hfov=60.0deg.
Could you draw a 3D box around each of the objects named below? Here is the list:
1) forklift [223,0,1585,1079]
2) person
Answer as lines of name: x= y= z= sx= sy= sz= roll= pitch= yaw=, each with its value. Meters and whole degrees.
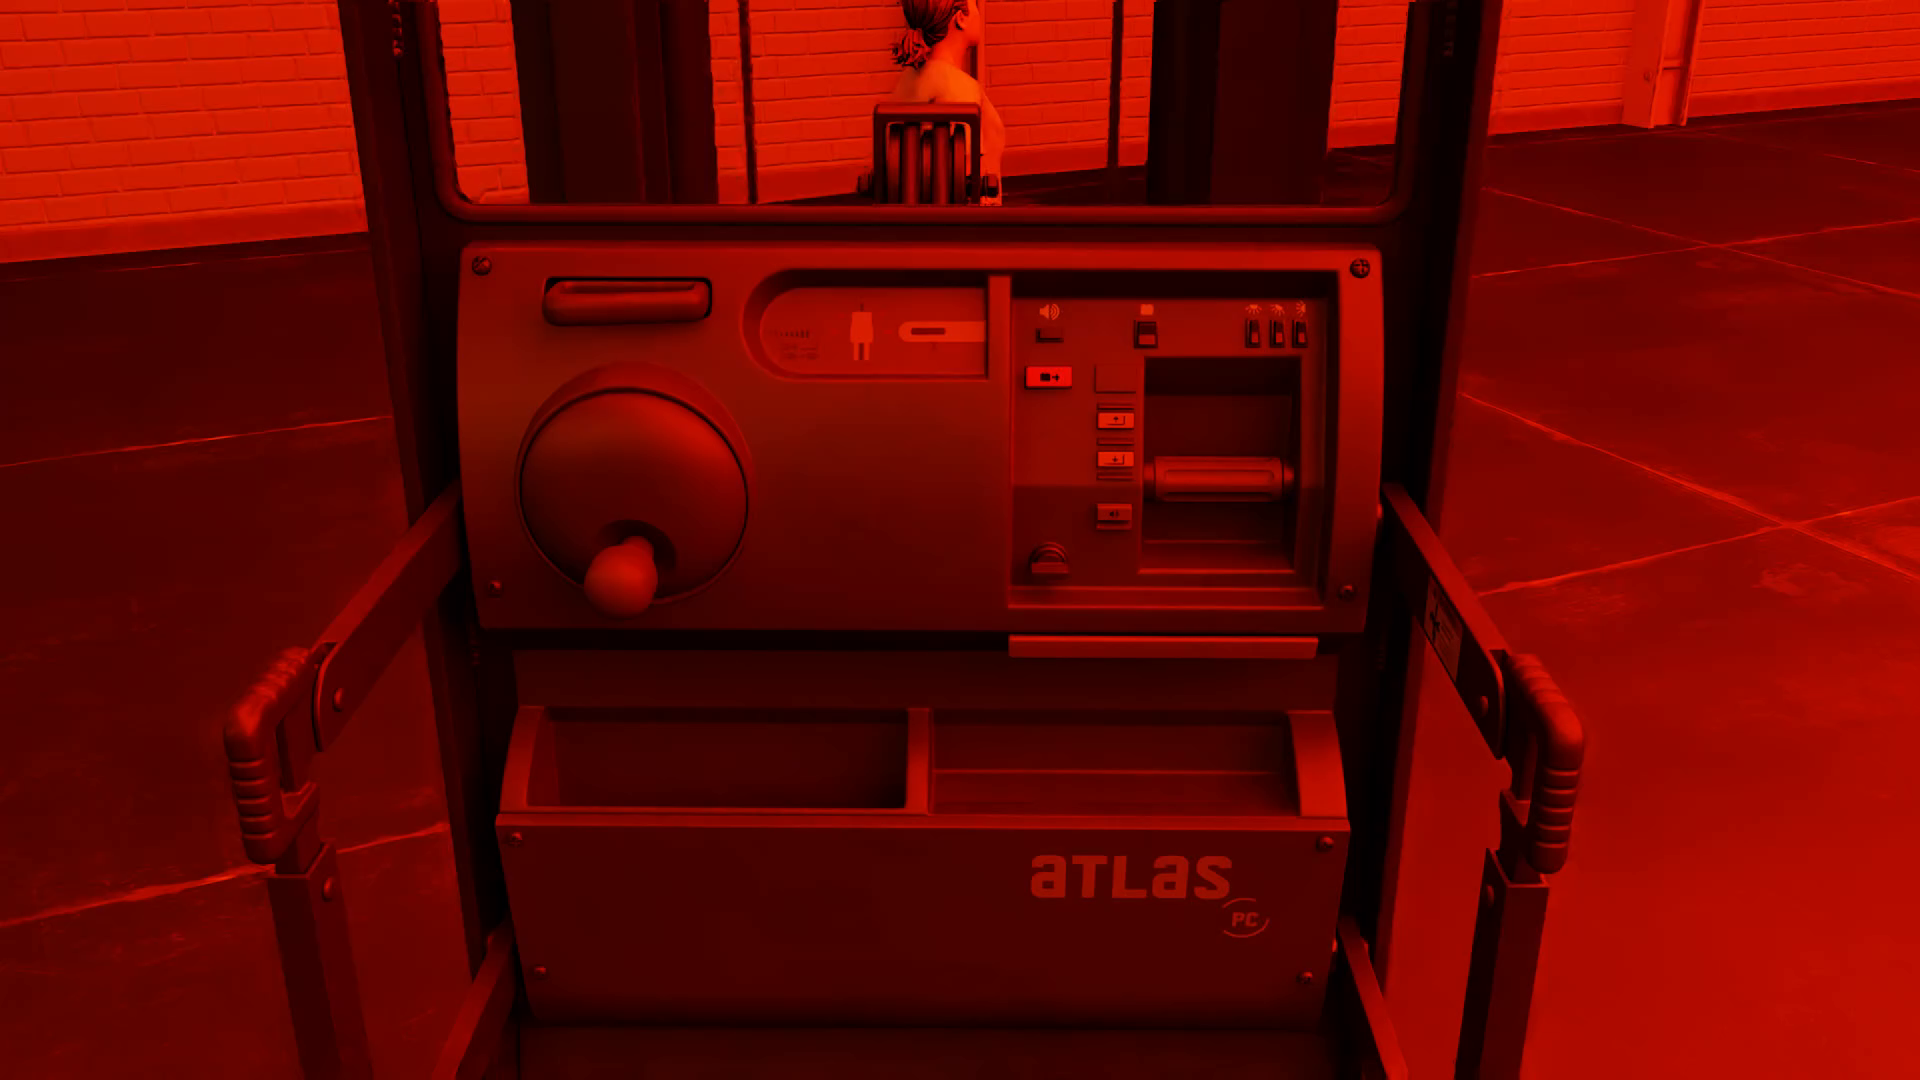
forklift: x=-0.041 y=-0.085 z=1.492 sx=1.130 sy=2.935 sz=3.031 roll=0 pitch=23 yaw=1
person: x=0.073 y=-0.788 z=4.800 sx=0.548 sy=1.673 sz=0.549 roll=-10 pitch=25 yaw=-23
